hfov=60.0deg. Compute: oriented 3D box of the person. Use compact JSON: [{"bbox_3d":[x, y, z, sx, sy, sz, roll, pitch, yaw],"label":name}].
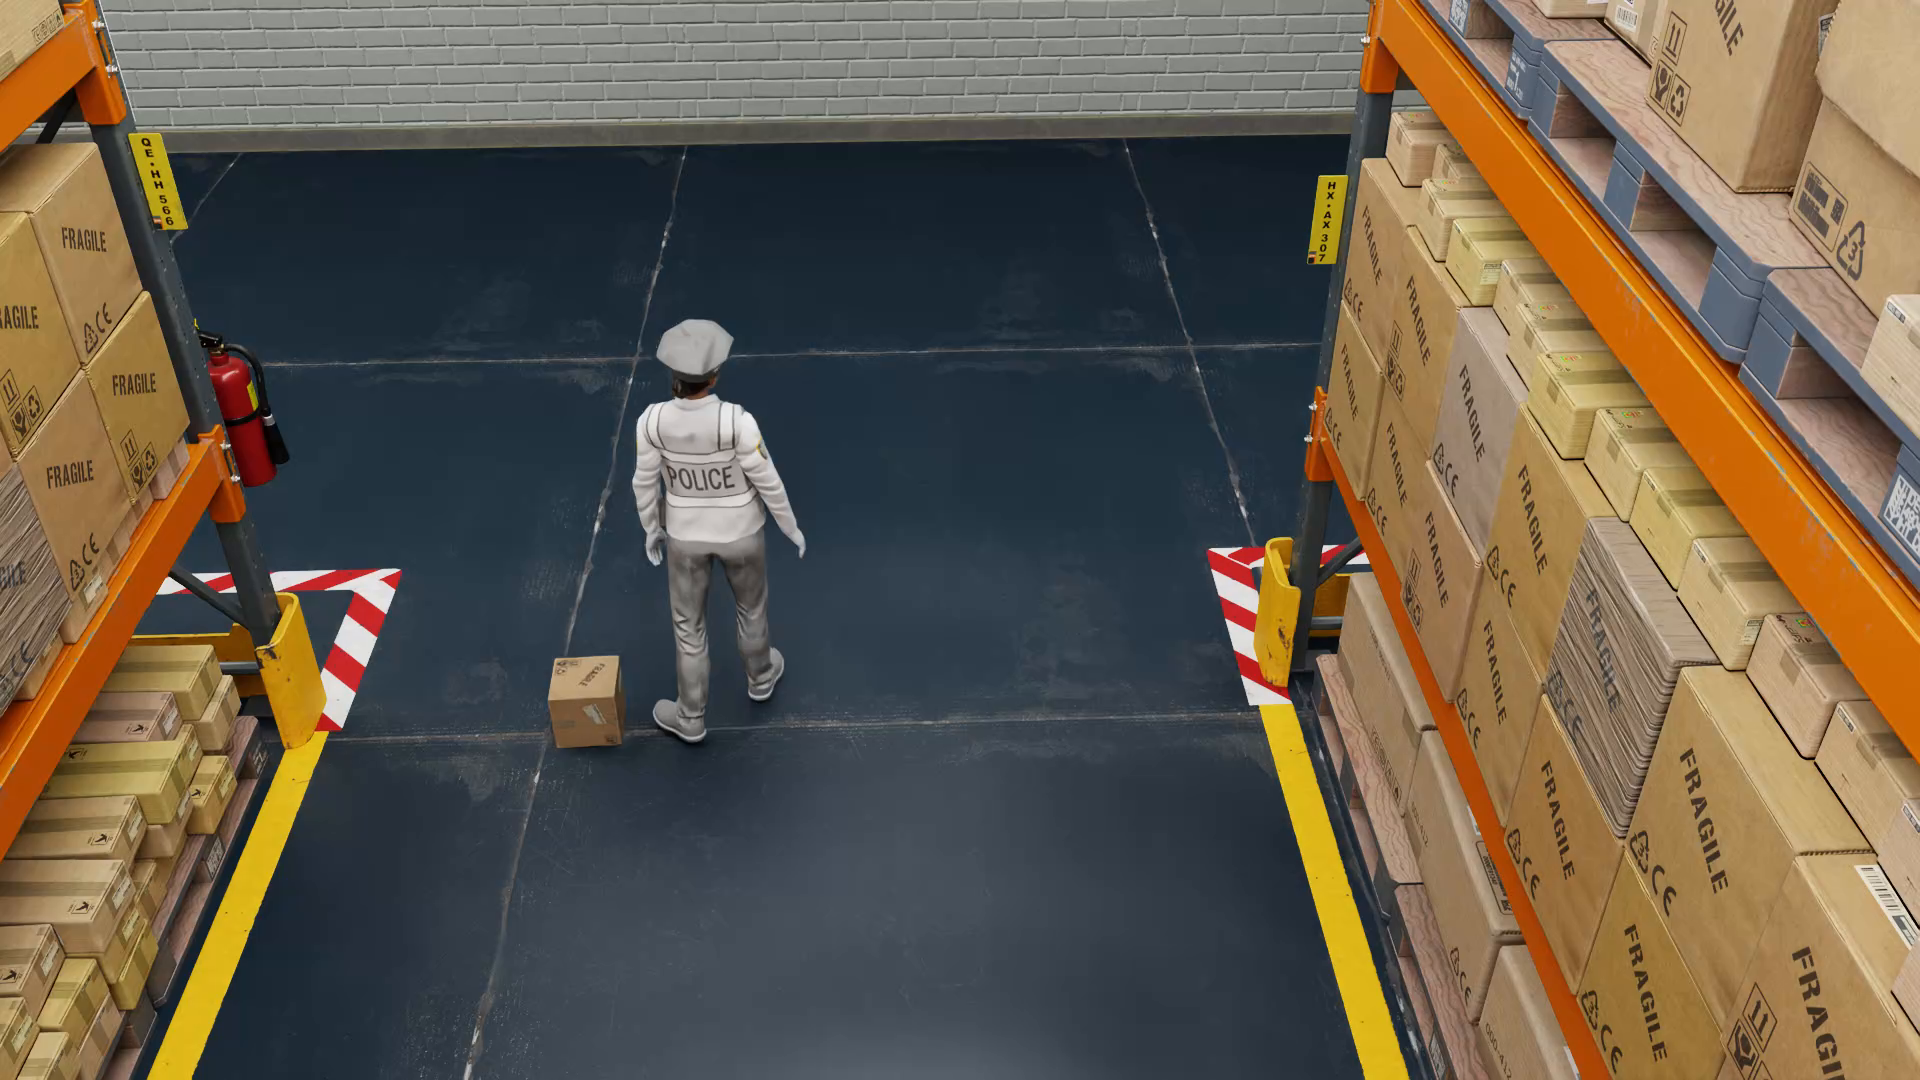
[{"bbox_3d":[-0.892,-0.039,6.160,0.628,1.665,0.560,1,35,1],"label":"person"}]
